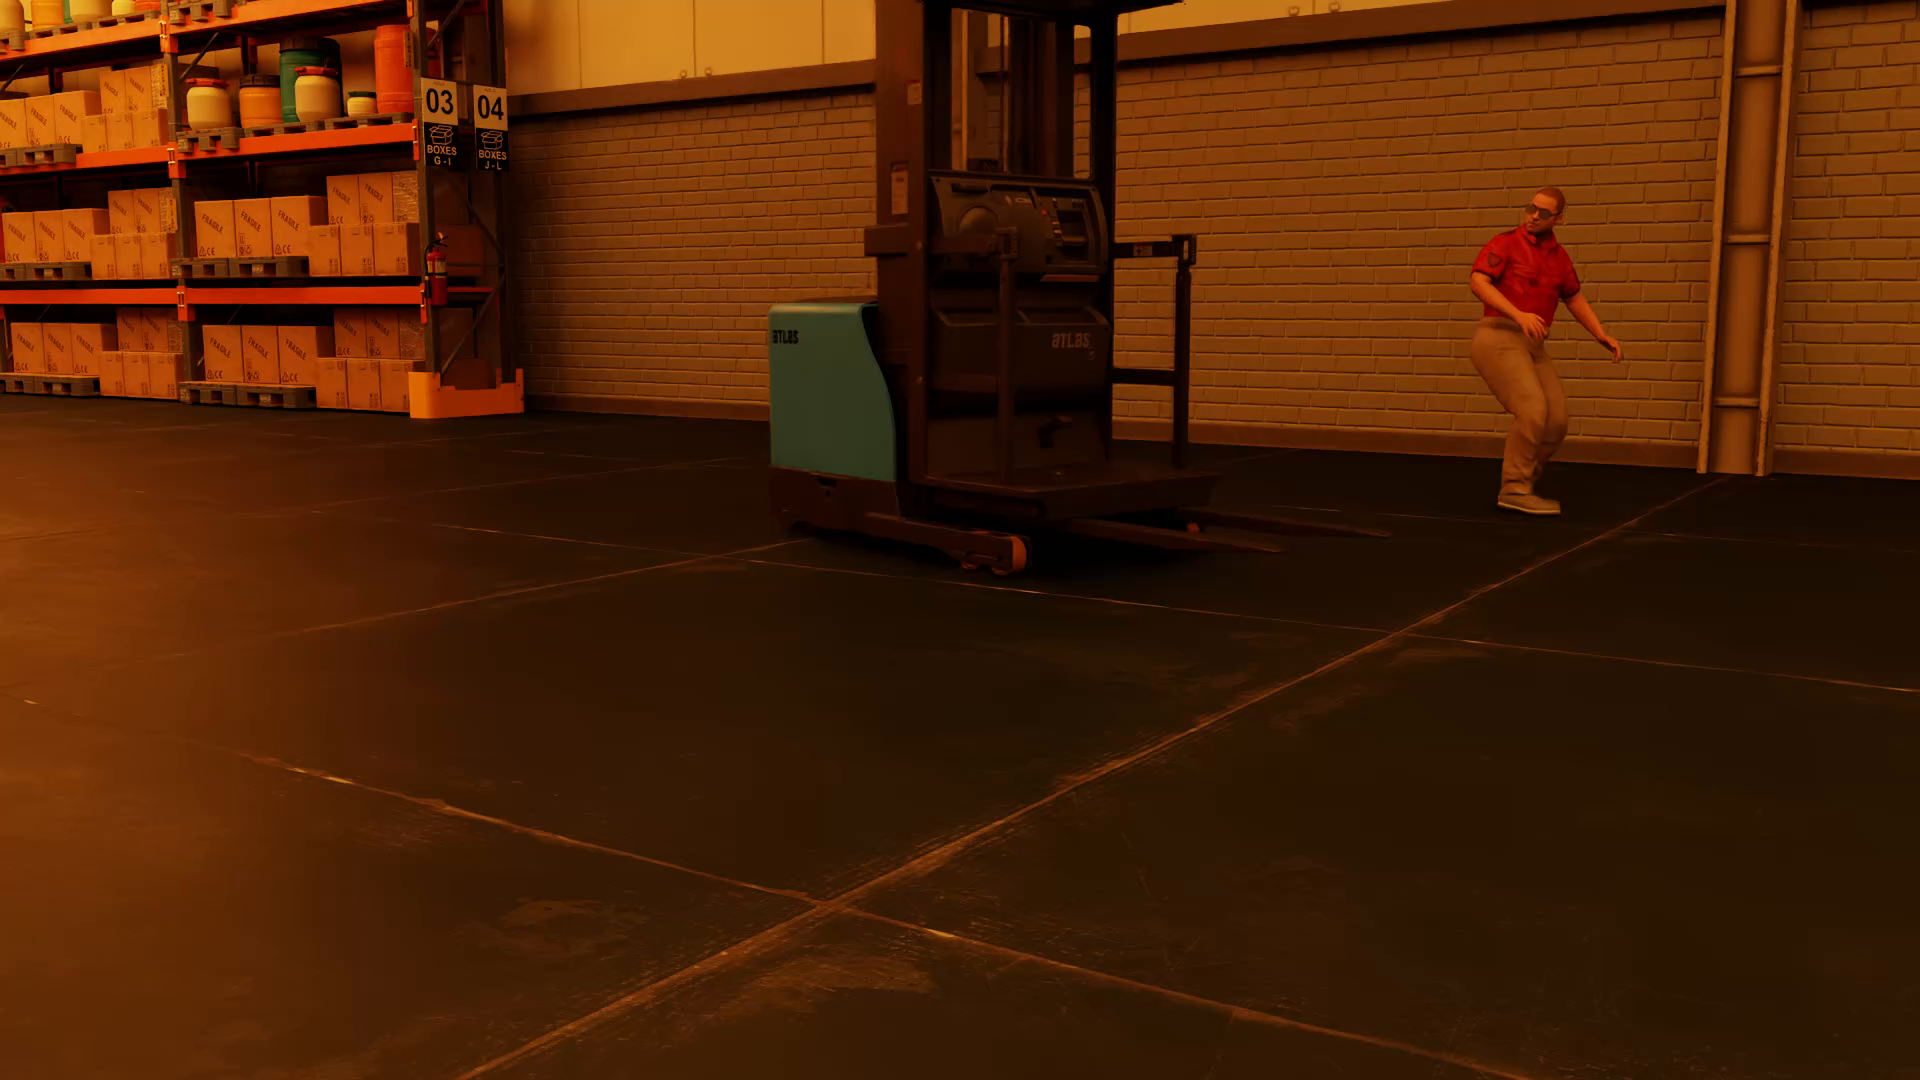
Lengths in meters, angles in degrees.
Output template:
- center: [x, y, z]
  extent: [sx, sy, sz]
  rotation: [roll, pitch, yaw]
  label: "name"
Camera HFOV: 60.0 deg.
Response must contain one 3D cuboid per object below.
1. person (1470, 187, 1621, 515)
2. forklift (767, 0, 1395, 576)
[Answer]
- center: [2.990, -0.966, 8.588]
  extent: [0.775, 1.680, 0.572]
  rotation: [-6, 10, -36]
  label: "person"
- center: [0.399, -1.385, 6.932]
  extent: [1.130, 2.935, 3.031]
  rotation: [-7, 10, -39]
  label: "forklift"
